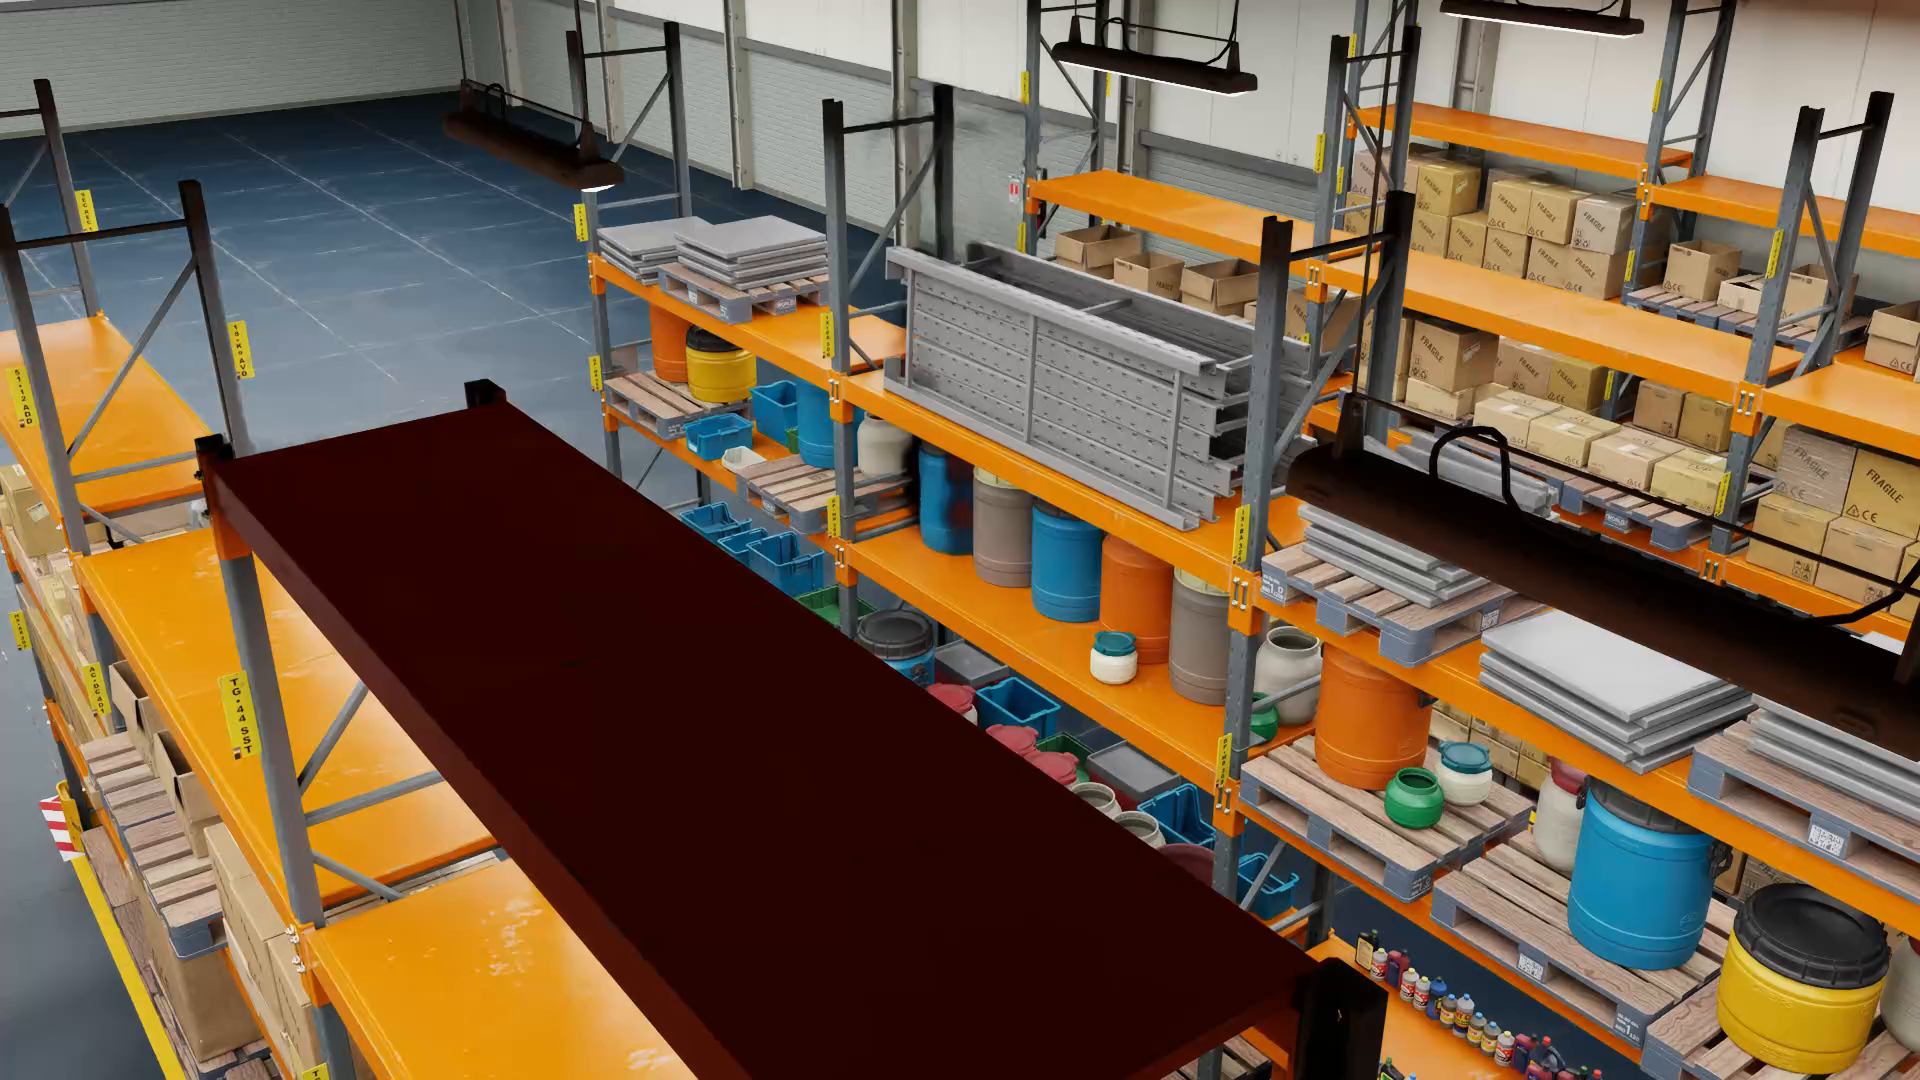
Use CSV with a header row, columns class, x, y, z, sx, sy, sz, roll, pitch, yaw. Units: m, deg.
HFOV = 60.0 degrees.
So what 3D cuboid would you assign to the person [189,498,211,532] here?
class,x,y,z,sx,sy,sz,roll,pitch,yaw
person,-8.059,-0.367,17.842,1.114,1.677,0.537,-3,25,-7
